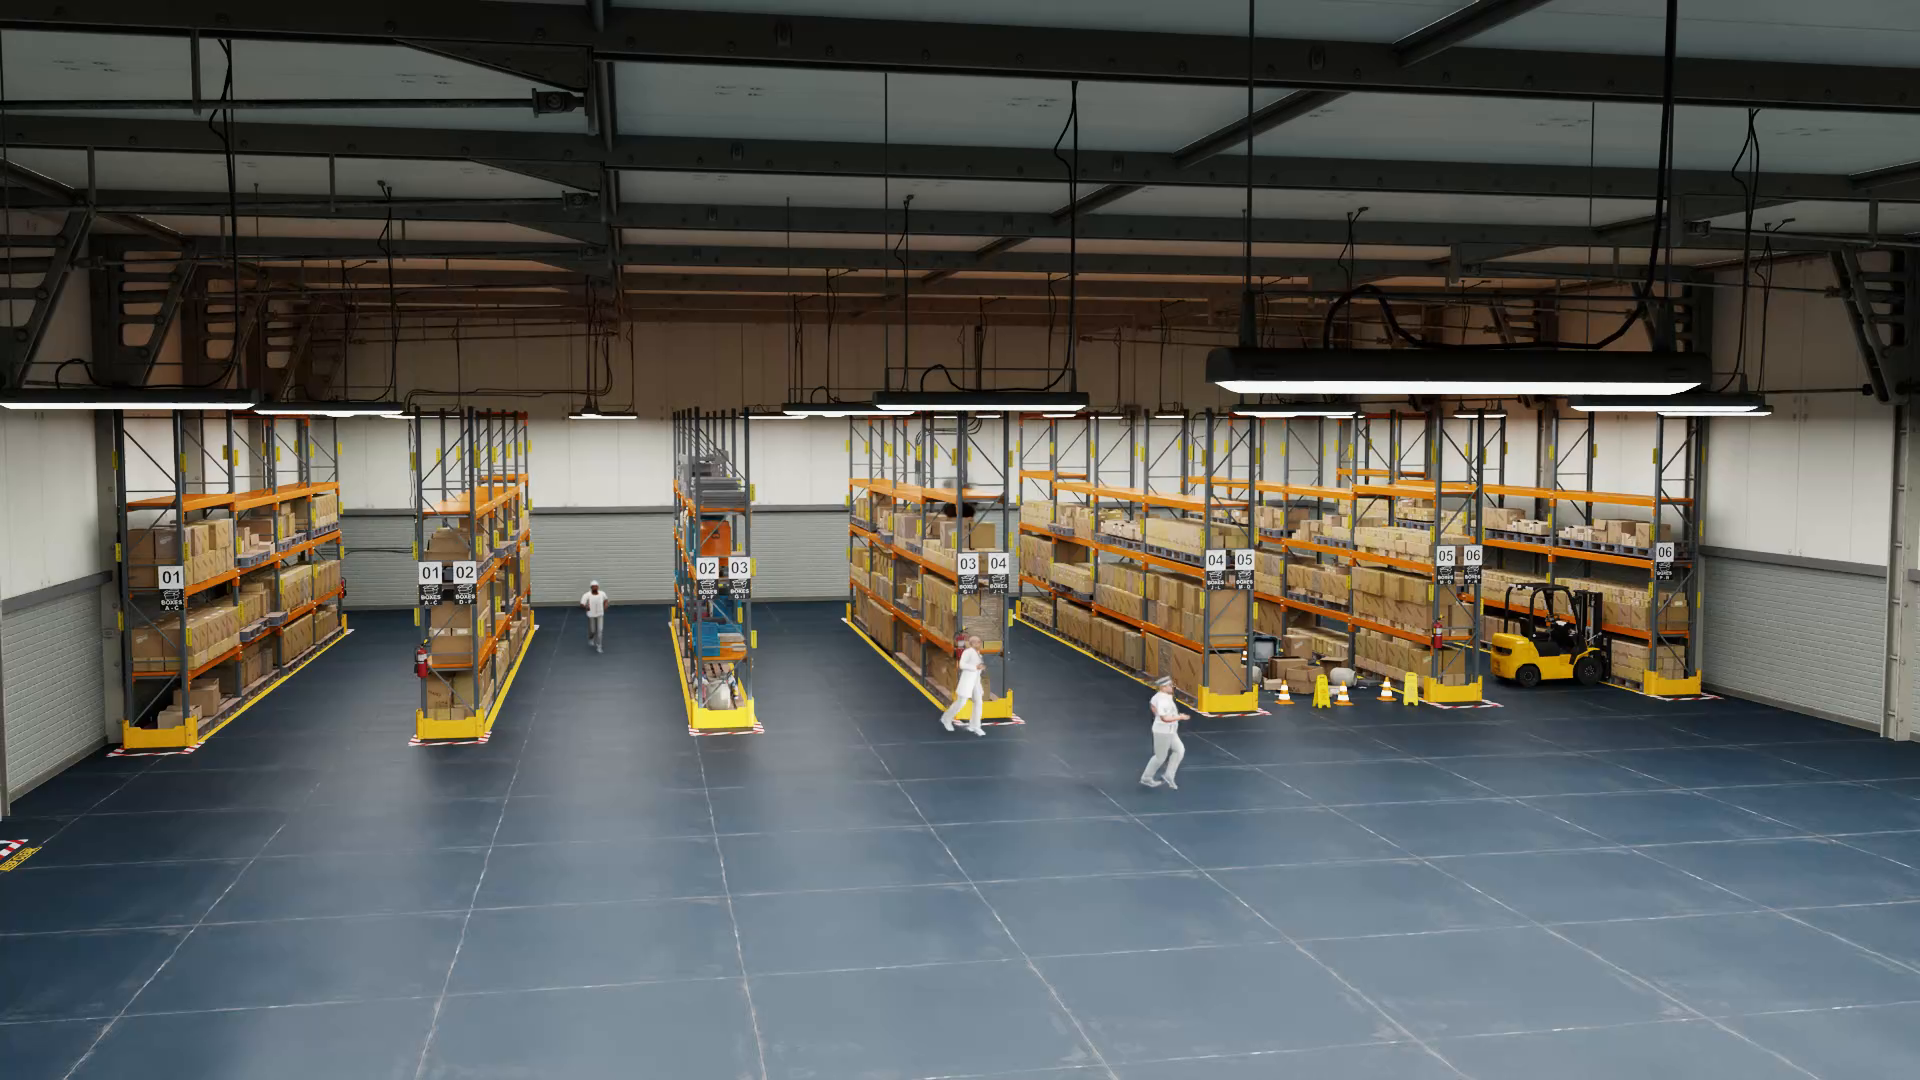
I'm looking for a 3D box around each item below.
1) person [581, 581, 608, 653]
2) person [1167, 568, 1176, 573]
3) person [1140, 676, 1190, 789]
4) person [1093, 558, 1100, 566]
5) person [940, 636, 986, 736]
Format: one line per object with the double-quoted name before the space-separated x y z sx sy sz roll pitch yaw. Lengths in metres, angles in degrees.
"person" -9.090 1.896 41.422 0.700 1.772 0.963 -2 4 -22
"person" 6.500 1.246 50.958 0.694 1.712 0.730 0 4 5
"person" 3.198 3.017 25.853 0.767 1.839 0.638 1 4 14
"person" 3.974 1.390 48.473 0.679 1.790 0.851 -2 4 -20
"person" 0.211 2.663 30.675 0.937 1.773 0.715 3 5 36
